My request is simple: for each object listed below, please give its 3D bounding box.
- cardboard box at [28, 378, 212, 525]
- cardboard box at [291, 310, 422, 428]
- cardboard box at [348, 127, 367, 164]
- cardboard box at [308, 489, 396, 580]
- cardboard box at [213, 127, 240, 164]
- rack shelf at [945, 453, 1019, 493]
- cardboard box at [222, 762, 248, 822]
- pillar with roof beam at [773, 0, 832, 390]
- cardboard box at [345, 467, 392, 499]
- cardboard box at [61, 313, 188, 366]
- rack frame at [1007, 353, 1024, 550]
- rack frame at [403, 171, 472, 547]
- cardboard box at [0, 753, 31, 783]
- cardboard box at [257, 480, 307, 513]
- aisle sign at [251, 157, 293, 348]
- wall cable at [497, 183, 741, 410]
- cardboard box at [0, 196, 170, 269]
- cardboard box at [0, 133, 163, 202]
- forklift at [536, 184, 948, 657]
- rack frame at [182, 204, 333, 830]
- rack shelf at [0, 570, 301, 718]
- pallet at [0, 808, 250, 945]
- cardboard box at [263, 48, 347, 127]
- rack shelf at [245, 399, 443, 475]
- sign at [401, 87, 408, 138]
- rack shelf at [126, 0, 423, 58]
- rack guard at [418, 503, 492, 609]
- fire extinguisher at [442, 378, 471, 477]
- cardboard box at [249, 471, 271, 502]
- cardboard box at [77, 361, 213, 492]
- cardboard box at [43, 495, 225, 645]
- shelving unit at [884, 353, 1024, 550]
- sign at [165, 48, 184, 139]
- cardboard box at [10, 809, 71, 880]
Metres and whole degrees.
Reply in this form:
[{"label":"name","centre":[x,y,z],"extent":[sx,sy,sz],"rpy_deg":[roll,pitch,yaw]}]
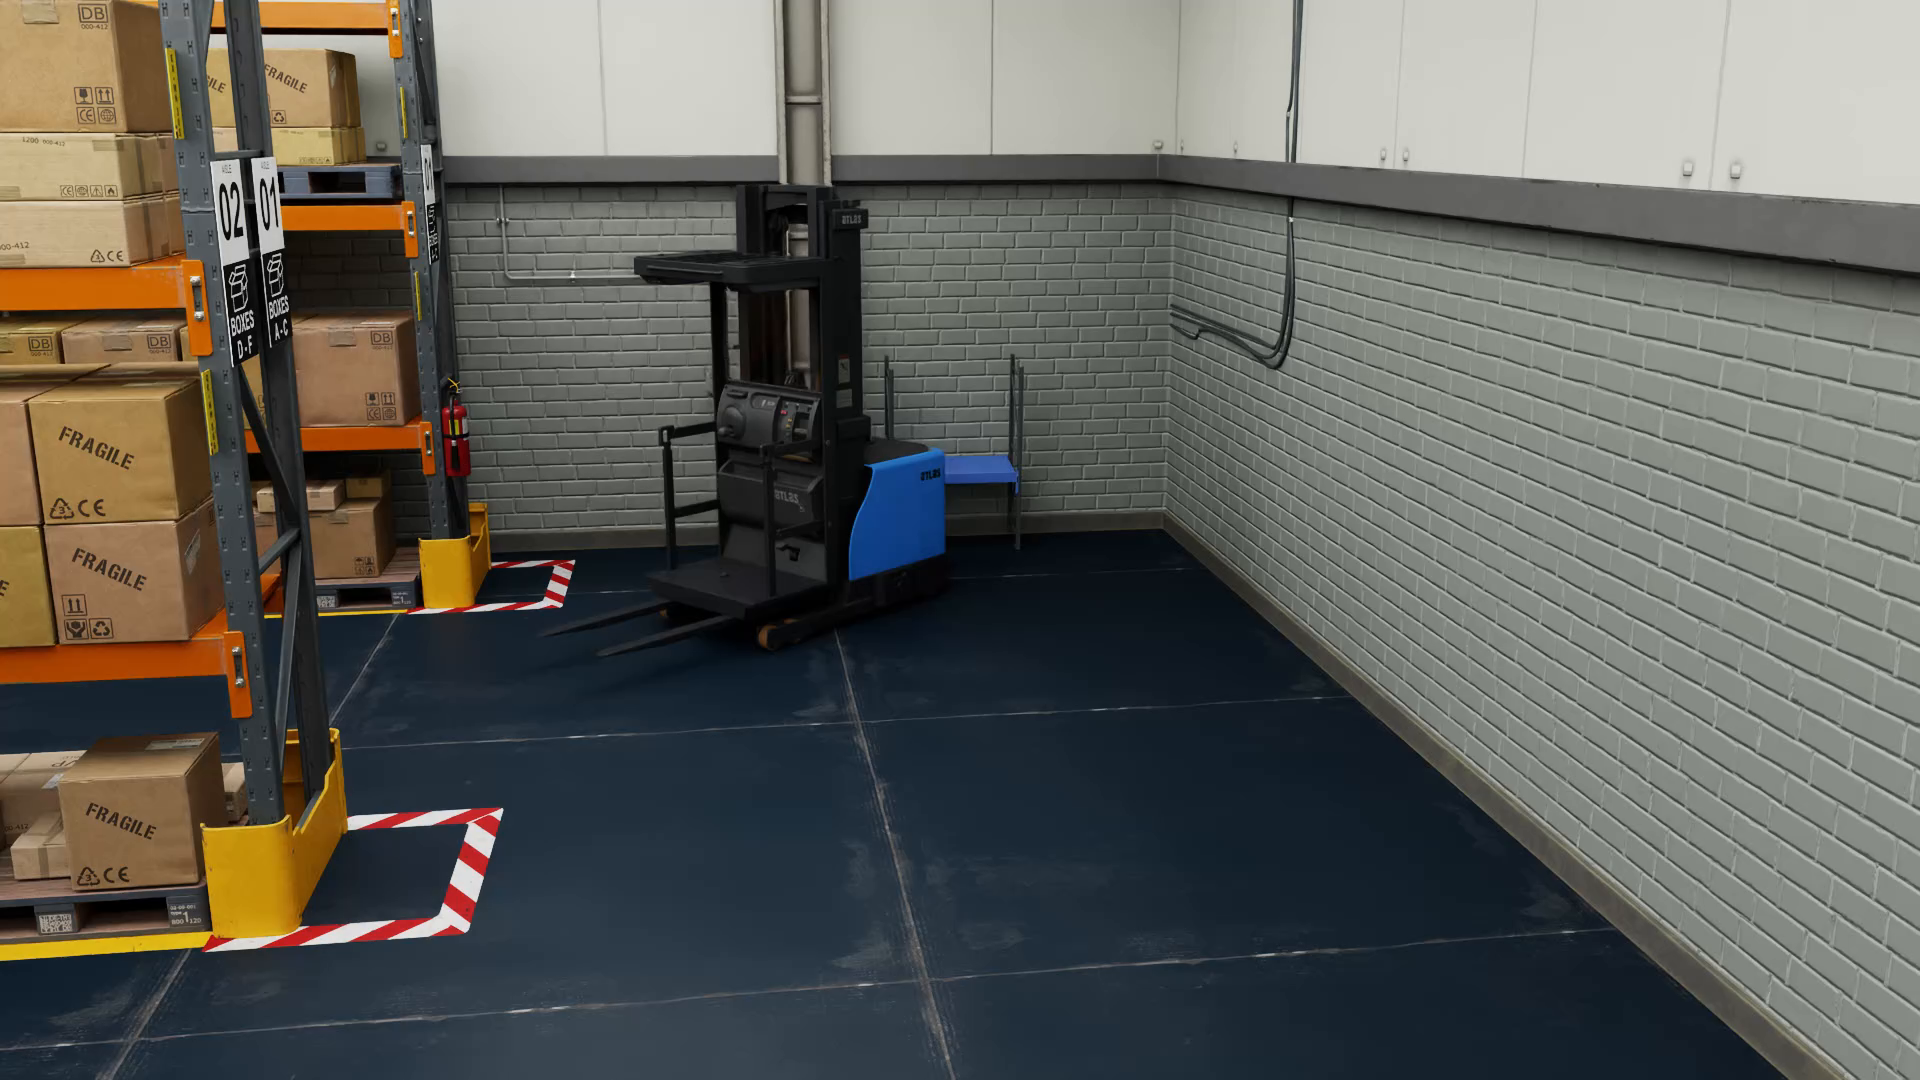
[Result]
[{"label":"cardboard box","centre":[-3.400,-0.370,6.770],"extent":[0.500,0.500,0.500],"rpy_deg":[-2,14,-9]},{"label":"cardboard box","centre":[-4.246,-1.235,11.862],"extent":[0.700,0.700,0.980],"rpy_deg":[-1,14,-6]},{"label":"cardboard box","centre":[-4.501,-2.777,11.702],"extent":[0.500,0.250,0.500],"rpy_deg":[-1,14,-5]},{"label":"cardboard box","centre":[-4.420,-0.052,12.038],"extent":[0.500,0.500,0.700],"rpy_deg":[-2,14,-8]},{"label":"cardboard box","centre":[-4.942,-2.635,11.135],"extent":[0.500,0.250,0.500],"rpy_deg":[-3,14,-10]},{"label":"rack shelf","centre":[-0.062,-0.527,13.395],"extent":[1.000,0.185,0.538],"rpy_deg":[-2,19,-7]},{"label":"cardboard box","centre":[-3.467,1.183,7.794],"extent":[0.250,0.149,0.380],"rpy_deg":[-2,14,-8]},{"label":"pillar with roof beam","centre":[-0.561,-3.290,8.343],"extent":[0.400,9.000,9.100],"rpy_deg":[-2,14,-8]},{"label":"cardboard box","centre":[-4.326,-0.419,12.169],"extent":[0.250,0.149,0.380],"rpy_deg":[-2,14,-8]},{"label":"cardboard box","centre":[-5.719,-1.180,11.645],"extent":[0.700,0.700,0.980],"rpy_deg":[-3,14,-11]},{"label":"rack frame","centre":[0.444,-0.712,13.397],"extent":[0.032,1.500,0.500],"rpy_deg":[-2,19,-7]},{"label":"rack frame","centre":[-3.743,-1.110,11.982],"extent":[0.127,3.000,1.000],"rpy_deg":[-2,14,-8]},{"label":"cardboard box","centre":[-4.570,1.189,7.561],"extent":[0.500,0.250,0.500],"rpy_deg":[-2,14,-8]},{"label":"cardboard box","centre":[-4.773,-0.309,11.728],"extent":[0.250,0.149,0.380],"rpy_deg":[-2,14,-7]},{"label":"aisle sign","centre":[-2.978,-1.253,7.207],"extent":[0.004,0.787,0.394],"rpy_deg":[-2,14,-8]},{"label":"wall cable","centre":[-2.618,-1.877,12.951],"extent":[1.851,1.984,0.084],"rpy_deg":[-2,14,-8]},{"label":"cardboard box","centre":[-3.470,-1.219,6.558],"extent":[0.500,0.250,0.500],"rpy_deg":[-2,14,-8]},{"label":"cardboard box","centre":[-3.471,-1.463,6.505],"extent":[0.500,0.250,0.500],"rpy_deg":[-2,14,-8]},{"label":"forklift","centre":[-1.429,-0.839,11.040],"extent":[1.130,2.935,3.031],"rpy_deg":[12,18,39]},{"label":"rack frame","centre":[-3.001,0.081,7.231],"extent":[0.127,3.000,1.000],"rpy_deg":[-2,14,-8]},{"label":"rack shelf","centre":[-4.979,0.503,7.030],"extent":[4.000,0.370,1.077],"rpy_deg":[-2,14,-8]},{"label":"pallet","centre":[-3.865,1.466,7.444],"extent":[1.213,0.211,1.003],"rpy_deg":[-2,14,-8]},{"label":"cardboard box","centre":[-4.426,-3.016,11.114],"extent":[0.500,0.500,0.500],"rpy_deg":[-2,14,-8]},{"label":"rack shelf","centre":[-5.721,-0.689,11.781],"extent":[4.000,0.370,1.077],"rpy_deg":[-2,14,-8]},{"label":"sign","centre":[-3.676,-2.825,10.997],"extent":[0.005,0.325,0.100],"rpy_deg":[-2,14,-8]},{"label":"rack shelf","centre":[-5.721,-3.405,11.099],"extent":[4.000,0.370,1.077],"rpy_deg":[-2,14,-8]},{"label":"rack guard","centre":[-3.719,0.101,12.290],"extent":[0.348,0.500,1.175],"rpy_deg":[-2,14,-8]},{"label":"fire extinguisher","centre":[-3.525,-0.786,11.616],"extent":[0.183,0.674,0.296],"rpy_deg":[-2,14,-8]},{"label":"cardboard box","centre":[-5.075,-0.392,12.059],"extent":[0.250,0.149,0.380],"rpy_deg":[-2,14,-8]},{"label":"cardboard box","centre":[-3.479,-0.500,7.286],"extent":[0.500,0.500,0.500],"rpy_deg":[-2,14,-7]},{"label":"cardboard box","centre":[-3.404,0.114,6.893],"extent":[0.500,0.500,0.500],"rpy_deg":[-2,14,-7]},{"label":"shelving unit","centre":[-0.060,-0.697,13.337],"extent":[1.048,1.500,0.538],"rpy_deg":[-2,19,-7]},{"label":"sign","centre":[-2.938,-1.669,6.224],"extent":[0.005,0.325,0.100],"rpy_deg":[-2,14,-8]},{"label":"cardboard box","centre":[-3.916,1.314,7.235],"extent":[0.250,0.166,0.380],"rpy_deg":[-2,14,-8]}]
